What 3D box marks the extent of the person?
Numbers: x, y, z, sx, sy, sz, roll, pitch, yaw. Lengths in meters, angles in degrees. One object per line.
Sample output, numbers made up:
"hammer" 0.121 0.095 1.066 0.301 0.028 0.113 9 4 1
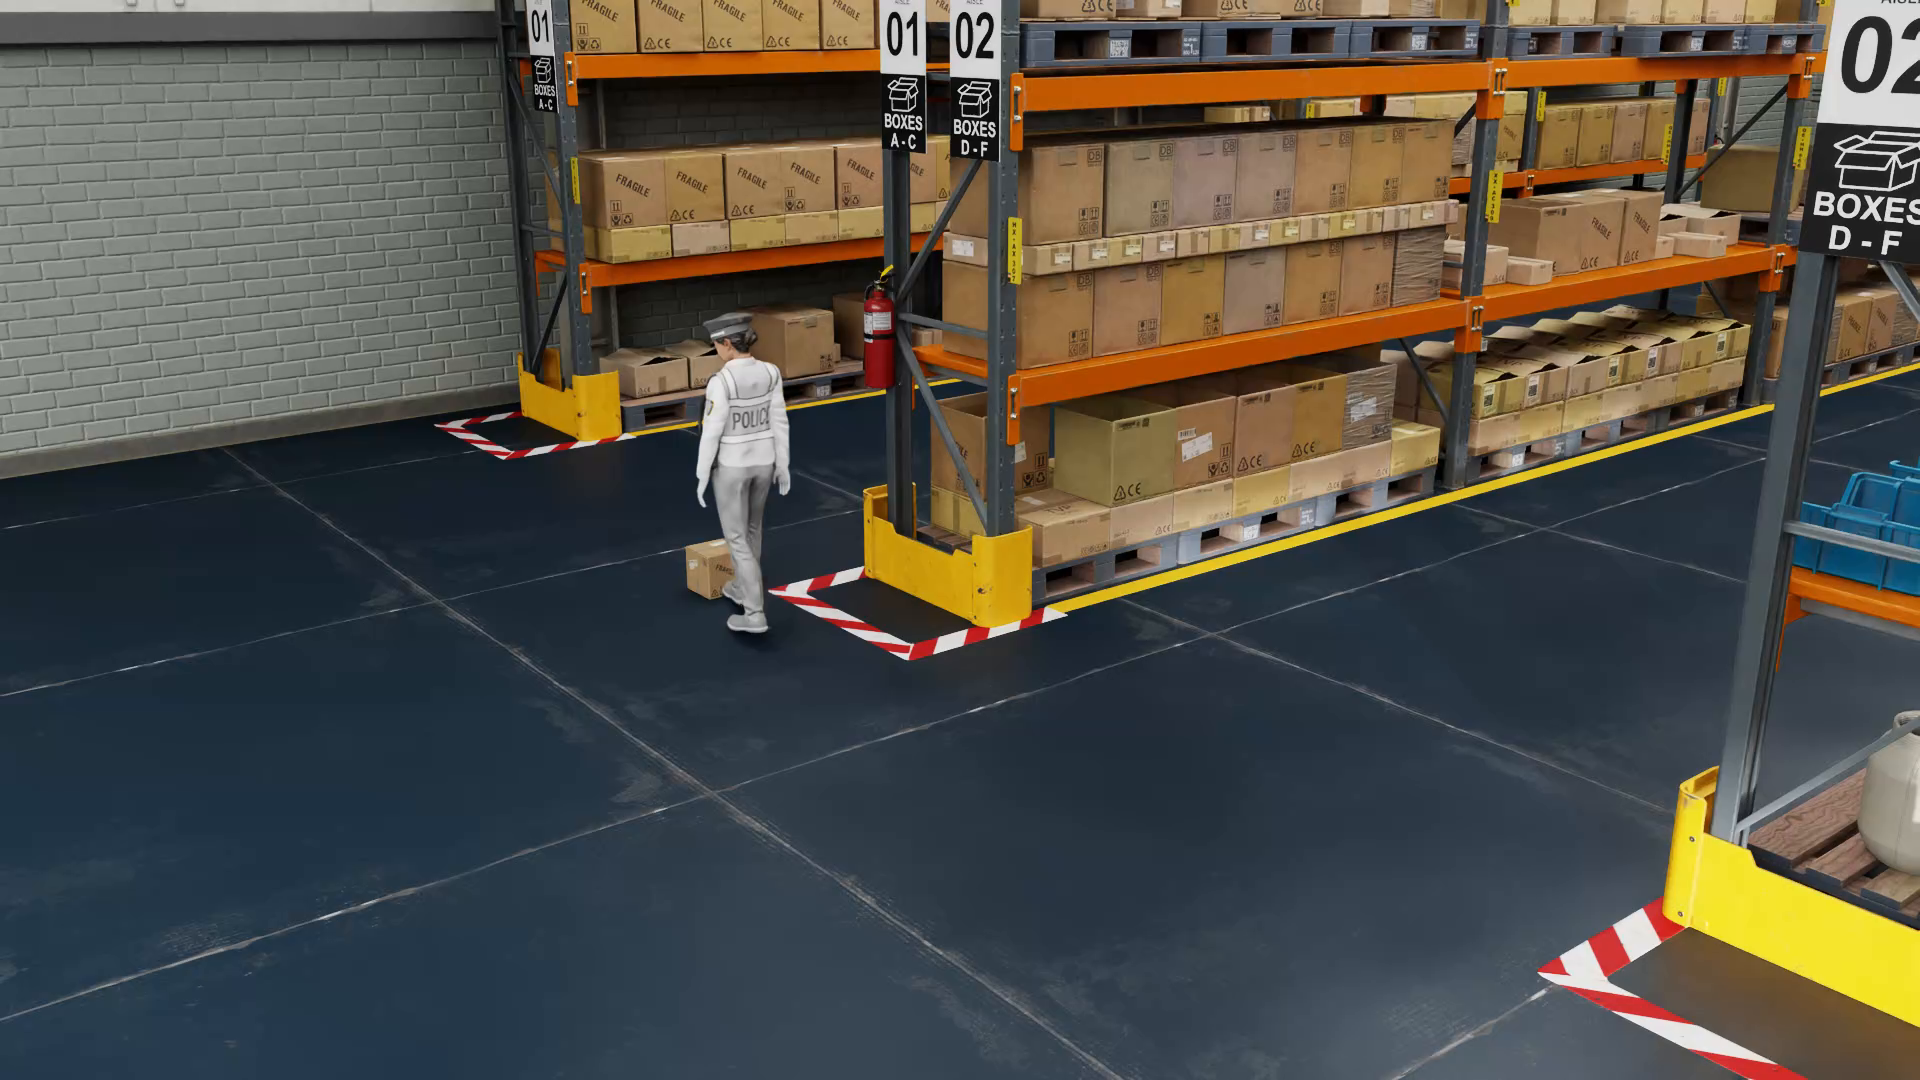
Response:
"person" -1.196 -0.373 8.657 0.523 1.650 0.702 -16 24 -40
